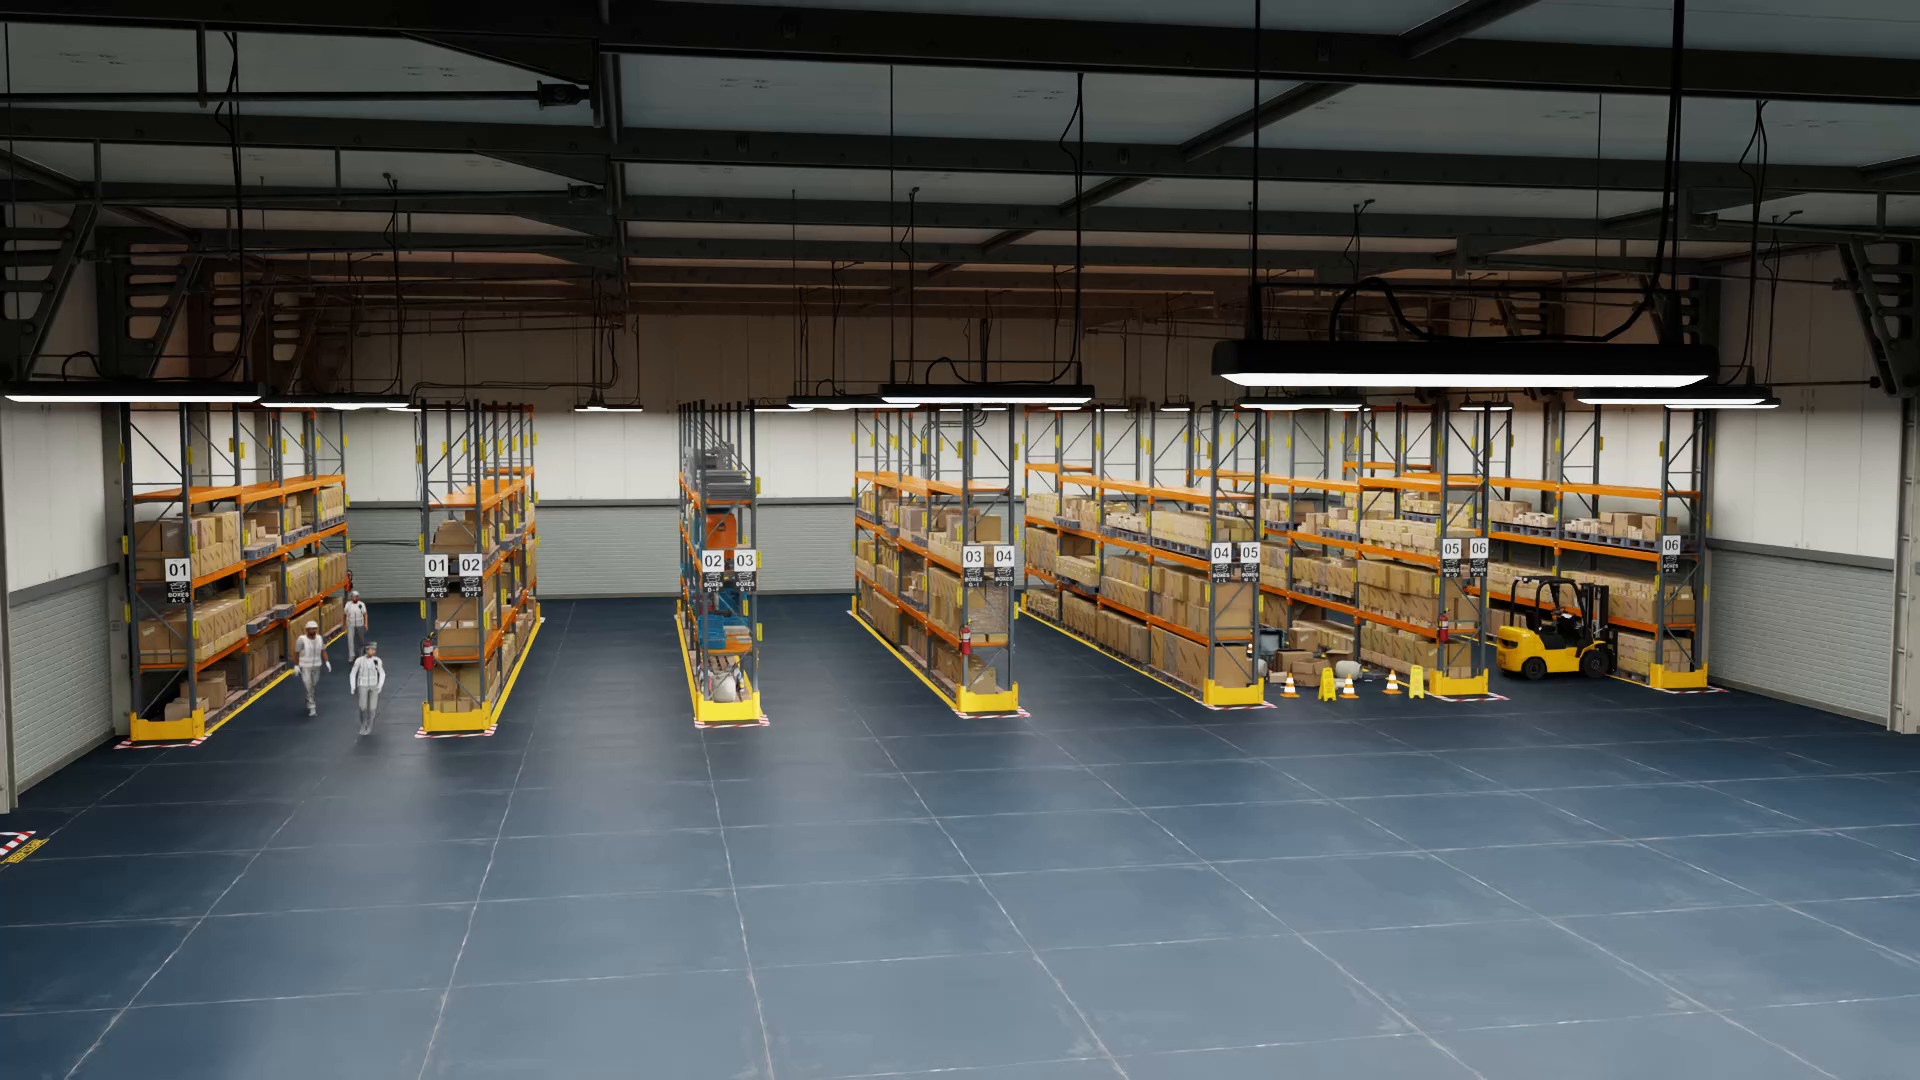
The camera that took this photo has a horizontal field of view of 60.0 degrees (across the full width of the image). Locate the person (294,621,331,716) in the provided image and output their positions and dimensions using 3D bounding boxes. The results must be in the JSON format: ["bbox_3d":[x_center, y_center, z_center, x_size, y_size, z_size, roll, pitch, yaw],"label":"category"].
[{"bbox_3d":[-12.462,2.428,31.960,0.635,1.759,0.977,-4,6,-41],"label":"person"}]

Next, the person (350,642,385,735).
[{"bbox_3d":[-10.634,2.680,29.881,0.602,1.691,0.480,-2,5,-27],"label":"person"}]

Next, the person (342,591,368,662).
[{"bbox_3d":[-14.072,1.985,38.676,0.564,1.600,1.062,-2,5,-19],"label":"person"}]
